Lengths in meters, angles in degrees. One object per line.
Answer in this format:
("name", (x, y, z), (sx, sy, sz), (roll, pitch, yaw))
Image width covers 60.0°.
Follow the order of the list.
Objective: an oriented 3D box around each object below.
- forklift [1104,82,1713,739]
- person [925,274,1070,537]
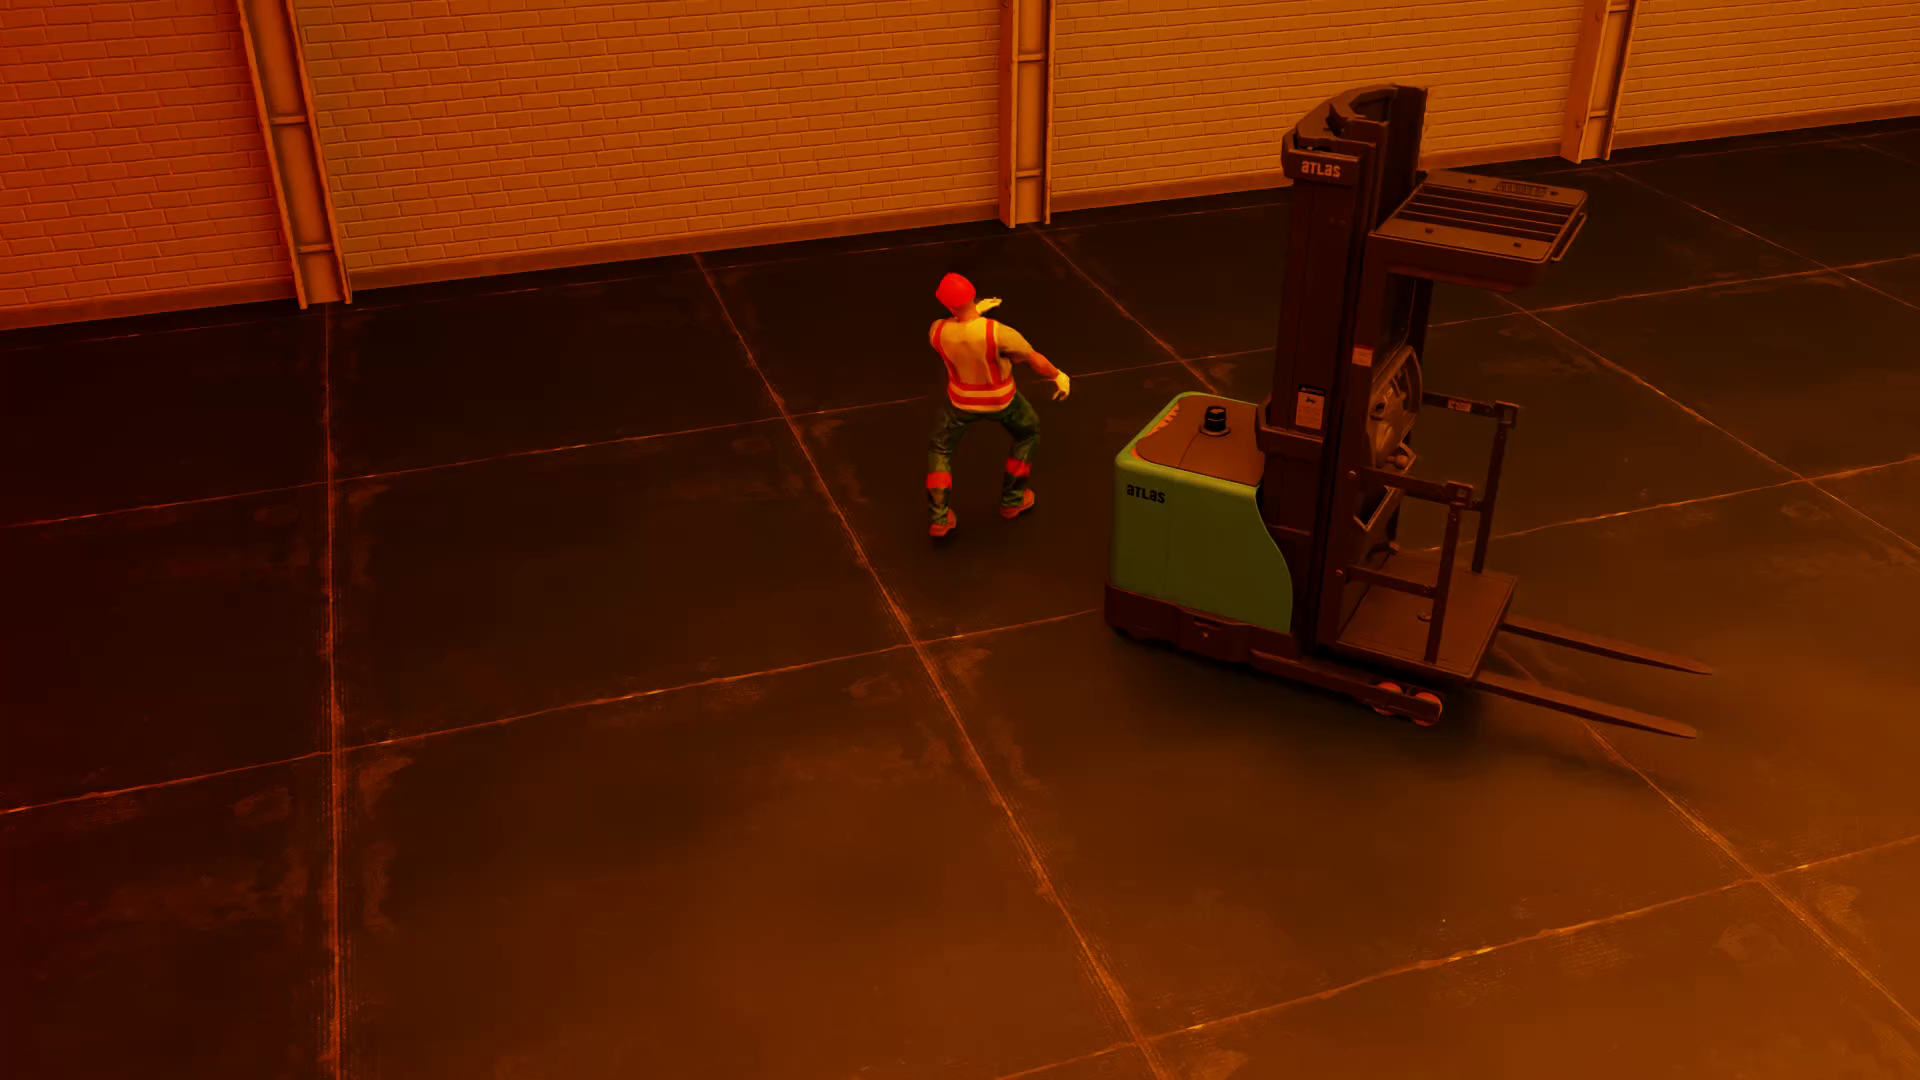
("forklift", (2.335, -0.636, 8.192), (3.031, 2.935, 1.130), (15, 33, 24))
("person", (0.224, -0.879, 9.903), (0.859, 1.624, 0.870), (1, 30, 2))
